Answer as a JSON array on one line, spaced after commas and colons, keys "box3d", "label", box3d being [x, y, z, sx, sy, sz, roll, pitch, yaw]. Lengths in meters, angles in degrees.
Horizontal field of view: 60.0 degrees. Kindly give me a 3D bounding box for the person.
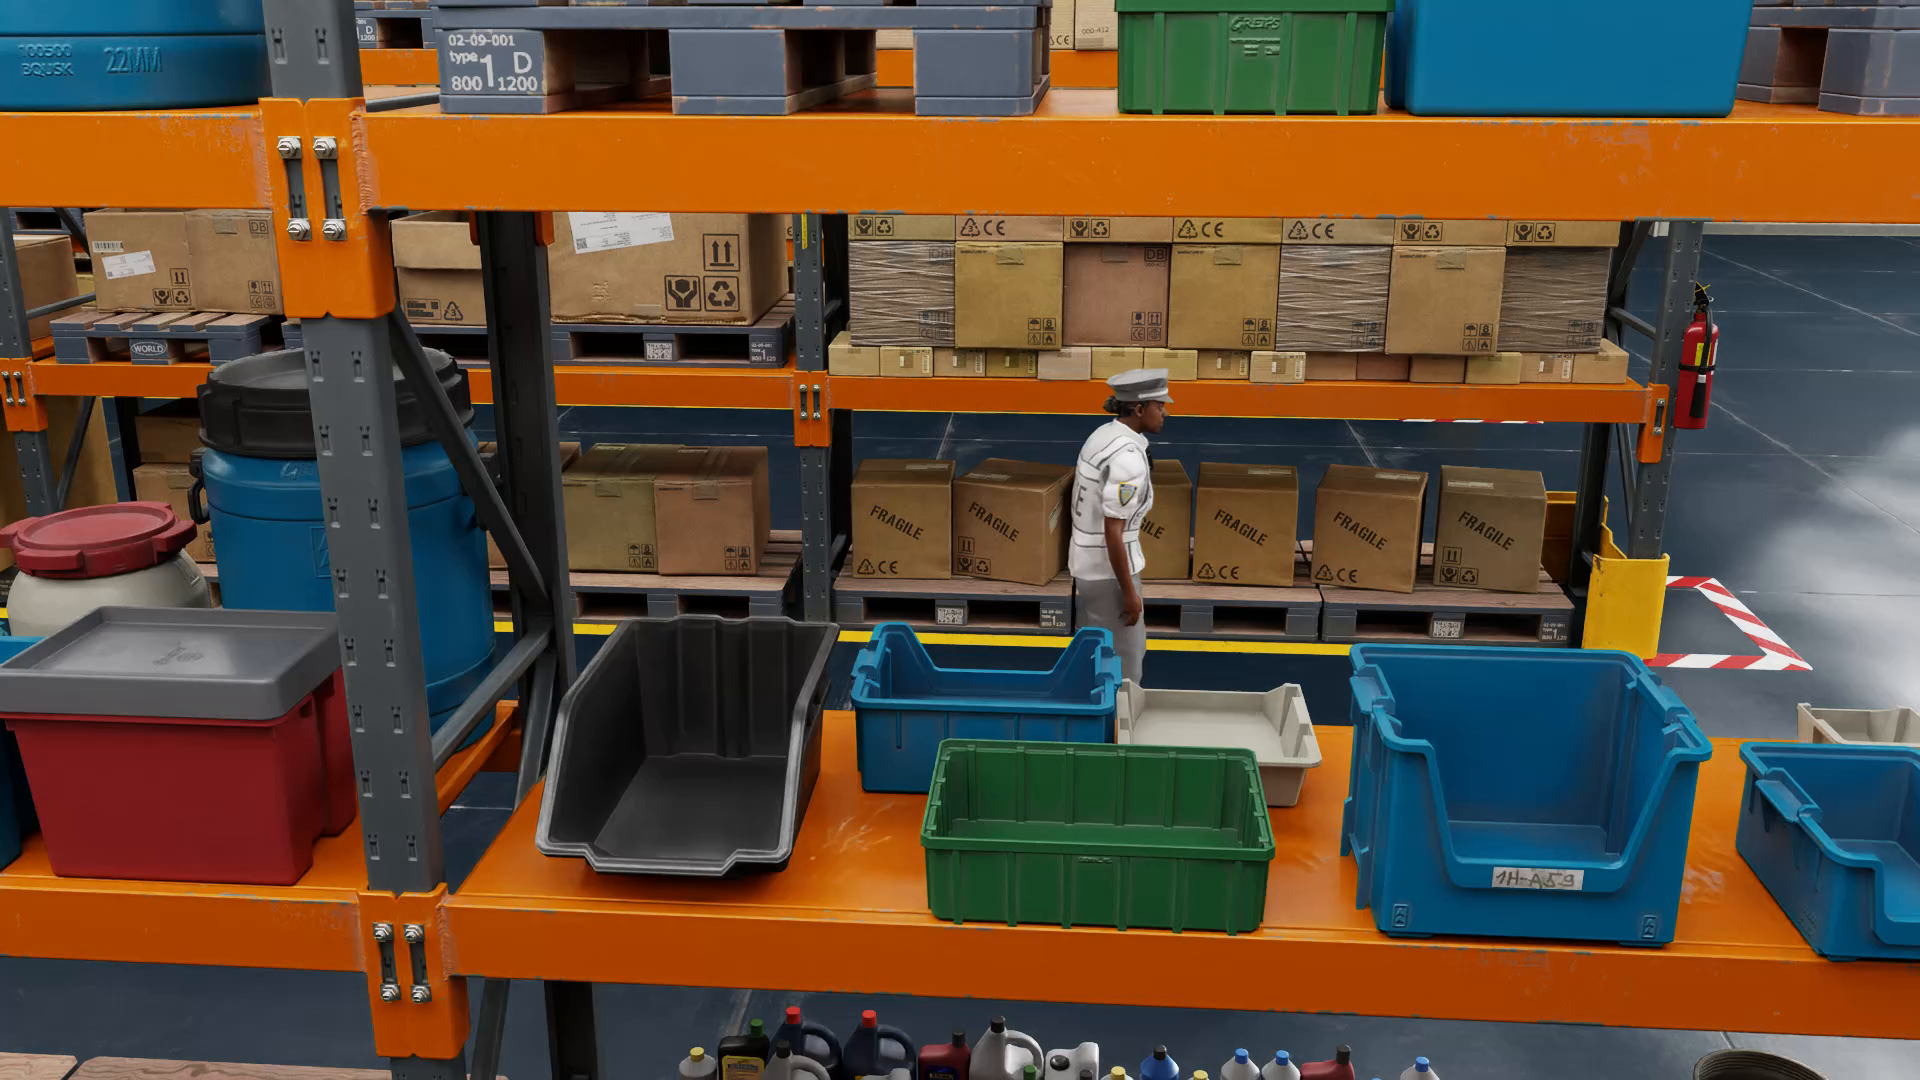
[{"box3d": [0.644, 0.144, 6.592, 0.422, 1.664, 0.532, 0, 18, 1], "label": "person"}]
